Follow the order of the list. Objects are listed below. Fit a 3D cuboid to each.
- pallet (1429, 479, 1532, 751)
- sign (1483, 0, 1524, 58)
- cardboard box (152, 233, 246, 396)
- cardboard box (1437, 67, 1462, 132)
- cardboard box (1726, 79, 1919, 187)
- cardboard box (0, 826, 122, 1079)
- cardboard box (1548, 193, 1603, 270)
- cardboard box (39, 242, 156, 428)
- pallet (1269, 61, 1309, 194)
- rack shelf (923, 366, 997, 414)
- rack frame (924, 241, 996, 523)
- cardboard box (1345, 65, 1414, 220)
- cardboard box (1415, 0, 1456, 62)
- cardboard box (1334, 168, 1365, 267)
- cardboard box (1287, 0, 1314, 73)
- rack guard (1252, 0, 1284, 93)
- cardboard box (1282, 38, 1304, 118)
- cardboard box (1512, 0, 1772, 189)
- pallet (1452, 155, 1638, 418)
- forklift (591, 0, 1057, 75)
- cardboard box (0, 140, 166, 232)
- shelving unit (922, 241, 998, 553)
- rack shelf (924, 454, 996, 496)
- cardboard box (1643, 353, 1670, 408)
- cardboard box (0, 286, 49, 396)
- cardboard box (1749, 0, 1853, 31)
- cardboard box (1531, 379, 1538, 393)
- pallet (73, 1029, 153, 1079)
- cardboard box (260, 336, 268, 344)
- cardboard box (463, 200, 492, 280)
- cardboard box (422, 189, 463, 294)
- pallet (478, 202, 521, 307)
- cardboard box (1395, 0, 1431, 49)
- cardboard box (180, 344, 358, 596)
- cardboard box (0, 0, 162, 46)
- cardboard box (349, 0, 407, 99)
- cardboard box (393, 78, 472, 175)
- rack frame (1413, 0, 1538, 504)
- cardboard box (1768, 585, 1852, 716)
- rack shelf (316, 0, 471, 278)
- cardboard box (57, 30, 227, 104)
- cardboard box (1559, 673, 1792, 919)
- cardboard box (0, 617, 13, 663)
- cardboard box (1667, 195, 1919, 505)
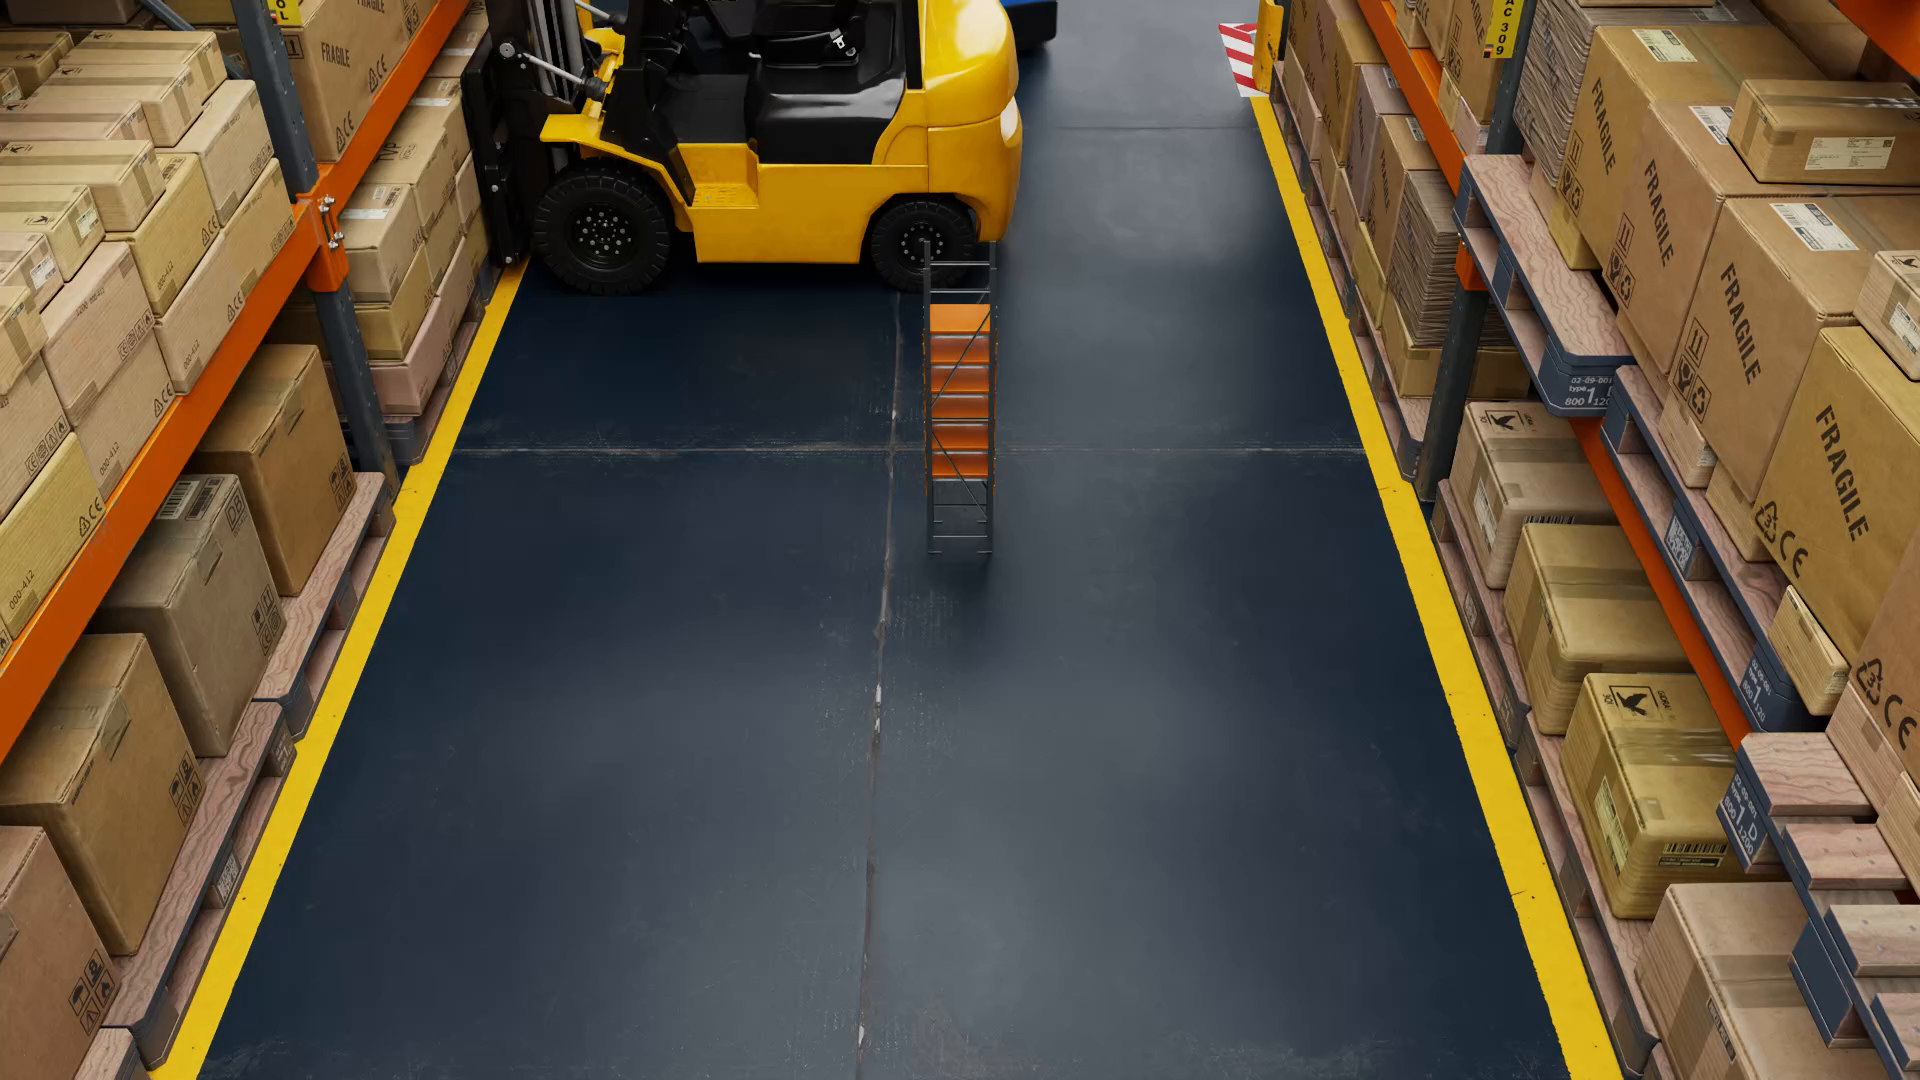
[{"bbox_3d":[2.279,0.227,5.798,1.003,0.211,1.213,0,39,0],"label":"pallet"},{"bbox_3d":[1.734,-1.681,5.257,0.100,0.325,0.005,0,39,0],"label":"sign"},{"bbox_3d":[-2.419,-0.655,4.788,0.500,0.250,0.500,0,39,0],"label":"cardboard box"},{"bbox_3d":[1.964,-1.607,6.058,0.380,0.149,0.250,1,39,1],"label":"cardboard box"},{"bbox_3d":[2.028,-0.947,3.860,0.380,0.149,0.250,2,39,2],"label":"cardboard box"},{"bbox_3d":[-2.678,1.123,4.013,0.875,0.625,0.625,1,39,1],"label":"cardboard box"},{"bbox_3d":[1.953,-0.912,4.855,0.380,0.149,0.250,1,39,1],"label":"cardboard box"},{"bbox_3d":[-2.428,-0.531,4.234,0.500,0.250,0.500,1,39,1],"label":"cardboard box"},{"bbox_3d":[2.238,-2.206,8.834,1.003,0.211,1.213,0,39,0],"label":"pallet"},{"bbox_3d":[0.000,-0.536,5.839,0.258,0.103,0.180,0,39,0],"label":"rack shelf"},{"bbox_3d":[0.000,-0.534,5.957,0.240,1.200,0.006,0,39,0],"label":"rack frame"},{"bbox_3d":[2.004,-1.739,7.284,0.500,0.500,0.500,2,39,2],"label":"cardboard box"},{"bbox_3d":[2.020,-2.103,6.158,0.500,0.500,0.500,1,39,1],"label":"cardboard box"},{"bbox_3d":[2.001,-1.460,7.536,0.500,0.250,0.500,1,39,1],"label":"cardboard box"},{"bbox_3d":[1.997,-2.714,8.501,0.500,0.500,0.500,-1,39,-2],"label":"cardboard box"},{"bbox_3d":[2.272,-2.827,9.378,1.175,0.500,0.348,0,39,0],"label":"rack guard"},{"bbox_3d":[1.996,-2.436,8.754,0.500,0.250,0.500,0,39,0],"label":"cardboard box"},{"bbox_3d":[1.990,-1.374,4.912,0.500,0.500,0.500,1,39,1],"label":"cardboard box"},{"bbox_3d":[2.132,-0.795,4.997,1.003,0.211,1.213,0,39,0],"label":"pallet"},{"bbox_3d":[-1.004,-4.045,8.954,3.031,2.935,1.130,-12,40,-15],"label":"forklift"},{"bbox_3d":[-2.366,-0.942,4.429,0.380,0.149,0.250,-1,39,-1],"label":"cardboard box"},{"bbox_3d":[0.000,-0.477,5.886,0.258,1.200,0.189,0,39,0],"label":"shelving unit"},{"bbox_3d":[0.000,-0.255,6.064,0.258,0.103,0.180,0,39,0],"label":"rack shelf"},{"bbox_3d":[1.986,-0.419,4.240,0.380,0.149,0.250,0,39,0],"label":"cardboard box"},{"bbox_3d":[-2.356,-0.456,3.822,0.380,0.149,0.250,-1,39,-1],"label":"cardboard box"},{"bbox_3d":[2.507,-1.379,4.918,0.500,0.500,0.500,-1,39,-1],"label":"cardboard box"},{"bbox_3d":[2.546,-0.808,6.723,0.500,0.250,0.500,-2,39,-2],"label":"cardboard box"},{"bbox_3d":[-2.644,1.732,3.920,1.003,0.211,1.213,0,39,0],"label":"pallet"},{"bbox_3d":[-2.892,-0.933,6.478,0.500,0.250,0.500,-1,39,-1],"label":"cardboard box"},{"bbox_3d":[-2.389,-1.375,7.430,0.500,0.250,0.500,1,39,1],"label":"cardboard box"},{"bbox_3d":[-2.381,-1.246,6.869,0.500,0.250,0.500,0,39,0],"label":"cardboard box"},{"bbox_3d":[-2.650,-1.517,7.974,1.003,0.211,1.213,0,39,0],"label":"pallet"},{"bbox_3d":[1.967,-2.086,6.656,0.380,0.149,0.250,-1,39,-1],"label":"cardboard box"},{"bbox_3d":[-2.675,-0.253,5.731,0.875,0.625,0.625,2,39,2],"label":"cardboard box"},{"bbox_3d":[-2.958,-1.662,5.846,0.500,0.500,0.500,0,39,0],"label":"cardboard box"},{"bbox_3d":[-2.444,-1.985,6.248,0.500,0.500,0.500,1,39,1],"label":"cardboard box"},{"bbox_3d":[-2.376,-1.757,7.107,0.500,0.250,0.500,1,39,1],"label":"cardboard box"},{"bbox_3d":[2.277,-1.348,5.534,1.000,3.000,0.127,0,39,0],"label":"rack frame"},{"bbox_3d":[1.921,0.228,3.432,0.380,0.149,0.250,1,39,1],"label":"cardboard box"},{"bbox_3d":[-2.689,-2.312,7.312,1.077,0.370,4.000,0,39,0],"label":"rack shelf"},{"bbox_3d":[-2.465,-1.421,5.026,0.380,0.149,0.250,1,39,2],"label":"cardboard box"},{"bbox_3d":[2.286,0.726,4.711,0.950,0.372,0.625,1,39,1],"label":"cardboard box"},{"bbox_3d":[-2.442,0.303,3.593,0.500,0.250,0.500,-1,39,-2],"label":"cardboard box"},{"bbox_3d":[1.990,-0.430,3.735,0.500,0.500,0.500,-2,39,-2],"label":"cardboard box"}]
